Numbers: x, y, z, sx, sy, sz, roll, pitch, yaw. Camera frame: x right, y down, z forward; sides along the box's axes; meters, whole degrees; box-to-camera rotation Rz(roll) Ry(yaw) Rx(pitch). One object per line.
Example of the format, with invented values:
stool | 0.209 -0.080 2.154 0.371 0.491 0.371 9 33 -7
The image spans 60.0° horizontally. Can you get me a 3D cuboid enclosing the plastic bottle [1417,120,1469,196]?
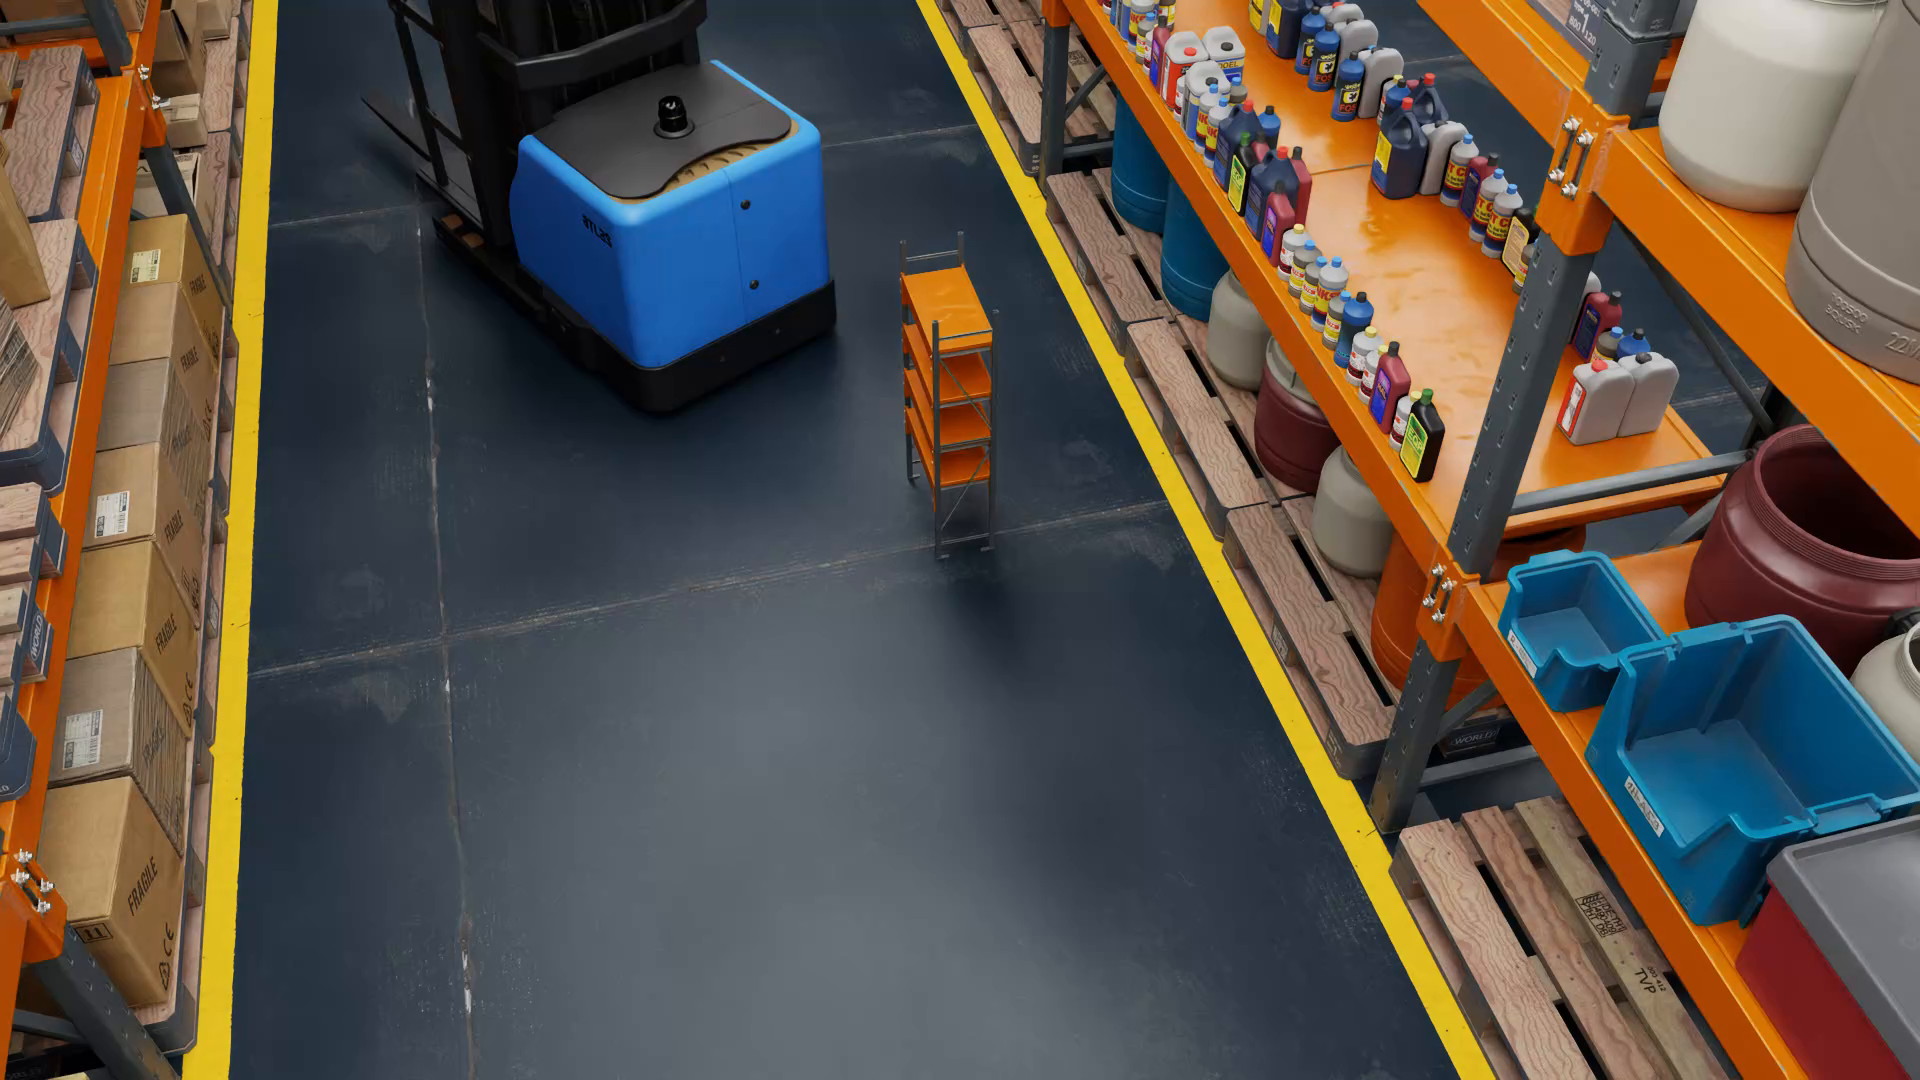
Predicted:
plastic bottle | 1.770 -1.431 6.139 0.152 0.276 0.135 -11 47 -10

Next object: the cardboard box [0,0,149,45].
cardboard box | -3.757 -2.454 6.985 0.500 0.500 0.500 -10 46 -9

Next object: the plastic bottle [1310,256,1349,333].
plastic bottle | 1.237 -0.826 5.550 0.097 0.271 0.097 0 46 0

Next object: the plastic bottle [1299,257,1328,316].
plastic bottle | 1.212 -0.869 5.641 0.097 0.201 0.097 0 46 0

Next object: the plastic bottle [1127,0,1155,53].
plastic bottle | 0.747 -2.149 6.845 0.097 0.271 0.097 0 46 0

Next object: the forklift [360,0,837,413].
forklift | -1.911 -2.557 7.204 1.130 2.935 3.031 -32 53 -27

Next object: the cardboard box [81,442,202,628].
cardboard box | -3.107 0.032 6.061 0.500 0.500 0.500 -12 47 -12

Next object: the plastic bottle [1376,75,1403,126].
plastic bottle | 1.686 -1.710 6.464 0.097 0.201 0.097 0 46 0

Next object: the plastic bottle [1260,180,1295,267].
plastic bottle | 1.115 -1.108 5.818 0.061 0.283 0.133 -11 47 -10

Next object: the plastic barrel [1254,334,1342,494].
plastic barrel | 1.493 -0.576 6.609 0.600 0.588 0.708 -11 47 -10

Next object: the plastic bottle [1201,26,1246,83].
plastic bottle | 1.034 -1.876 6.576 0.152 0.276 0.135 -11 47 -10

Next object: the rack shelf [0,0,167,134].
rack shelf | -4.402 -3.146 8.237 1.077 0.370 4.000 -11 47 -10

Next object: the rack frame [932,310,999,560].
rack frame | 0.020 -0.366 6.268 0.240 1.200 0.015 -11 47 -10

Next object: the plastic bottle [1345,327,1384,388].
plastic bottle | 1.312 -0.600 5.377 0.097 0.201 0.097 0 46 0

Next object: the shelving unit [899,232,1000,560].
shelving unit | -0.042 -0.534 6.433 0.258 1.200 0.503 -11 47 -10

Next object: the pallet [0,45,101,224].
pallet | -3.790 -1.379 6.135 1.003 0.211 1.213 -11 47 -10

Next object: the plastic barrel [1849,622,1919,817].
plastic barrel | 2.394 0.473 4.108 0.421 0.512 0.421 0 46 0

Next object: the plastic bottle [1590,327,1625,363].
plastic bottle | 2.097 -0.600 5.376 0.097 0.201 0.097 0 46 0

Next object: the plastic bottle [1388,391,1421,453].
plastic bottle | 1.396 -0.374 5.155 0.097 0.201 0.097 0 46 0

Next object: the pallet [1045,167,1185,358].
pallet | 1.057 -1.404 7.978 1.003 0.211 1.213 -11 47 -10

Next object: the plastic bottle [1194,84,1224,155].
plastic bottle | 0.950 -1.602 6.310 0.097 0.271 0.097 0 46 0

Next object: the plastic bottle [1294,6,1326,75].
plastic bottle | 1.420 -2.026 6.726 0.097 0.271 0.097 0 46 0

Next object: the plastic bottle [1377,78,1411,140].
plastic bottle | 1.661 -1.631 6.338 0.097 0.271 0.097 0 46 0

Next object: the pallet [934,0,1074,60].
pallet | 0.358 -3.289 9.825 1.003 0.211 1.213 -11 47 -10

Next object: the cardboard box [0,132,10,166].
cardboard box | -3.747 -1.368 5.627 0.700 0.500 0.500 -4 46 -4

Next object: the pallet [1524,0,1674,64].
pallet | 1.822 -1.689 4.337 1.003 0.211 1.213 -11 47 -10

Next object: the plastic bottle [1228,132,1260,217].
plastic bottle | 1.034 -1.328 6.033 0.061 0.283 0.133 -11 47 -10

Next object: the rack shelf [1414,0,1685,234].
rack shelf | 1.412 -2.338 5.344 1.077 0.370 4.000 -11 47 -10

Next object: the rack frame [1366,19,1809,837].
rack frame | 1.924 -0.159 4.806 1.000 3.000 0.127 -11 47 -10

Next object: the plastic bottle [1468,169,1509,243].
plastic bottle | 1.886 -1.195 5.911 0.097 0.271 0.097 0 46 0

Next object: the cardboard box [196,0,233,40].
cardboard box | -4.322 -2.979 9.186 0.500 0.250 0.500 -11 47 -10

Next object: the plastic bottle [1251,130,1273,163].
plastic bottle | 1.092 -1.339 6.044 0.061 0.283 0.133 -11 47 -10

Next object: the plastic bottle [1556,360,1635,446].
plastic bottle | 1.978 -0.446 5.173 0.152 0.276 0.135 -11 47 -10

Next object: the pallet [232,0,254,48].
pallet | -4.689 -3.200 9.739 1.003 0.211 1.213 -11 47 -10

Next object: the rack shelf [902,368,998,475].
rack shelf | -0.042 -0.487 6.482 0.258 0.148 0.480 -11 47 -10

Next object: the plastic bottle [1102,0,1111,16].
plastic bottle | 0.663 -2.351 7.093 0.097 0.201 0.097 0 46 0

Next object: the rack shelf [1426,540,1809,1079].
rack shelf | 2.436 1.474 3.709 1.077 0.370 4.000 -11 47 -10

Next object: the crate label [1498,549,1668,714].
crate label | 1.669 0.259 4.513 0.303 0.233 0.416 -11 47 -10

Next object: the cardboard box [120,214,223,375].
cardboard box | -3.486 -1.008 7.080 0.500 0.500 0.500 -11 47 -11

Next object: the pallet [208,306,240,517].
pallet | -3.645 -0.487 7.079 1.003 0.211 1.213 -11 47 -10

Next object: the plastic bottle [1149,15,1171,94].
plastic bottle | 0.809 -1.935 6.628 0.061 0.283 0.133 -11 47 -10

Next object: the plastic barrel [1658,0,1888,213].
plastic barrel | 1.707 -0.977 3.429 0.421 0.512 0.421 0 46 0

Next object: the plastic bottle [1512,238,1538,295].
plastic bottle | 1.970 -0.944 5.714 0.097 0.201 0.097 0 46 0

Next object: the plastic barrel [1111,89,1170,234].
plastic barrel | 1.023 -1.954 7.740 0.600 0.901 0.708 -11 47 -10

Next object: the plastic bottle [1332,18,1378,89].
plastic bottle | 1.570 -1.971 6.668 0.152 0.276 0.135 -11 47 -10

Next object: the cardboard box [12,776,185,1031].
cardboard box | -2.706 1.099 5.015 0.500 0.500 0.500 -9 46 -9
